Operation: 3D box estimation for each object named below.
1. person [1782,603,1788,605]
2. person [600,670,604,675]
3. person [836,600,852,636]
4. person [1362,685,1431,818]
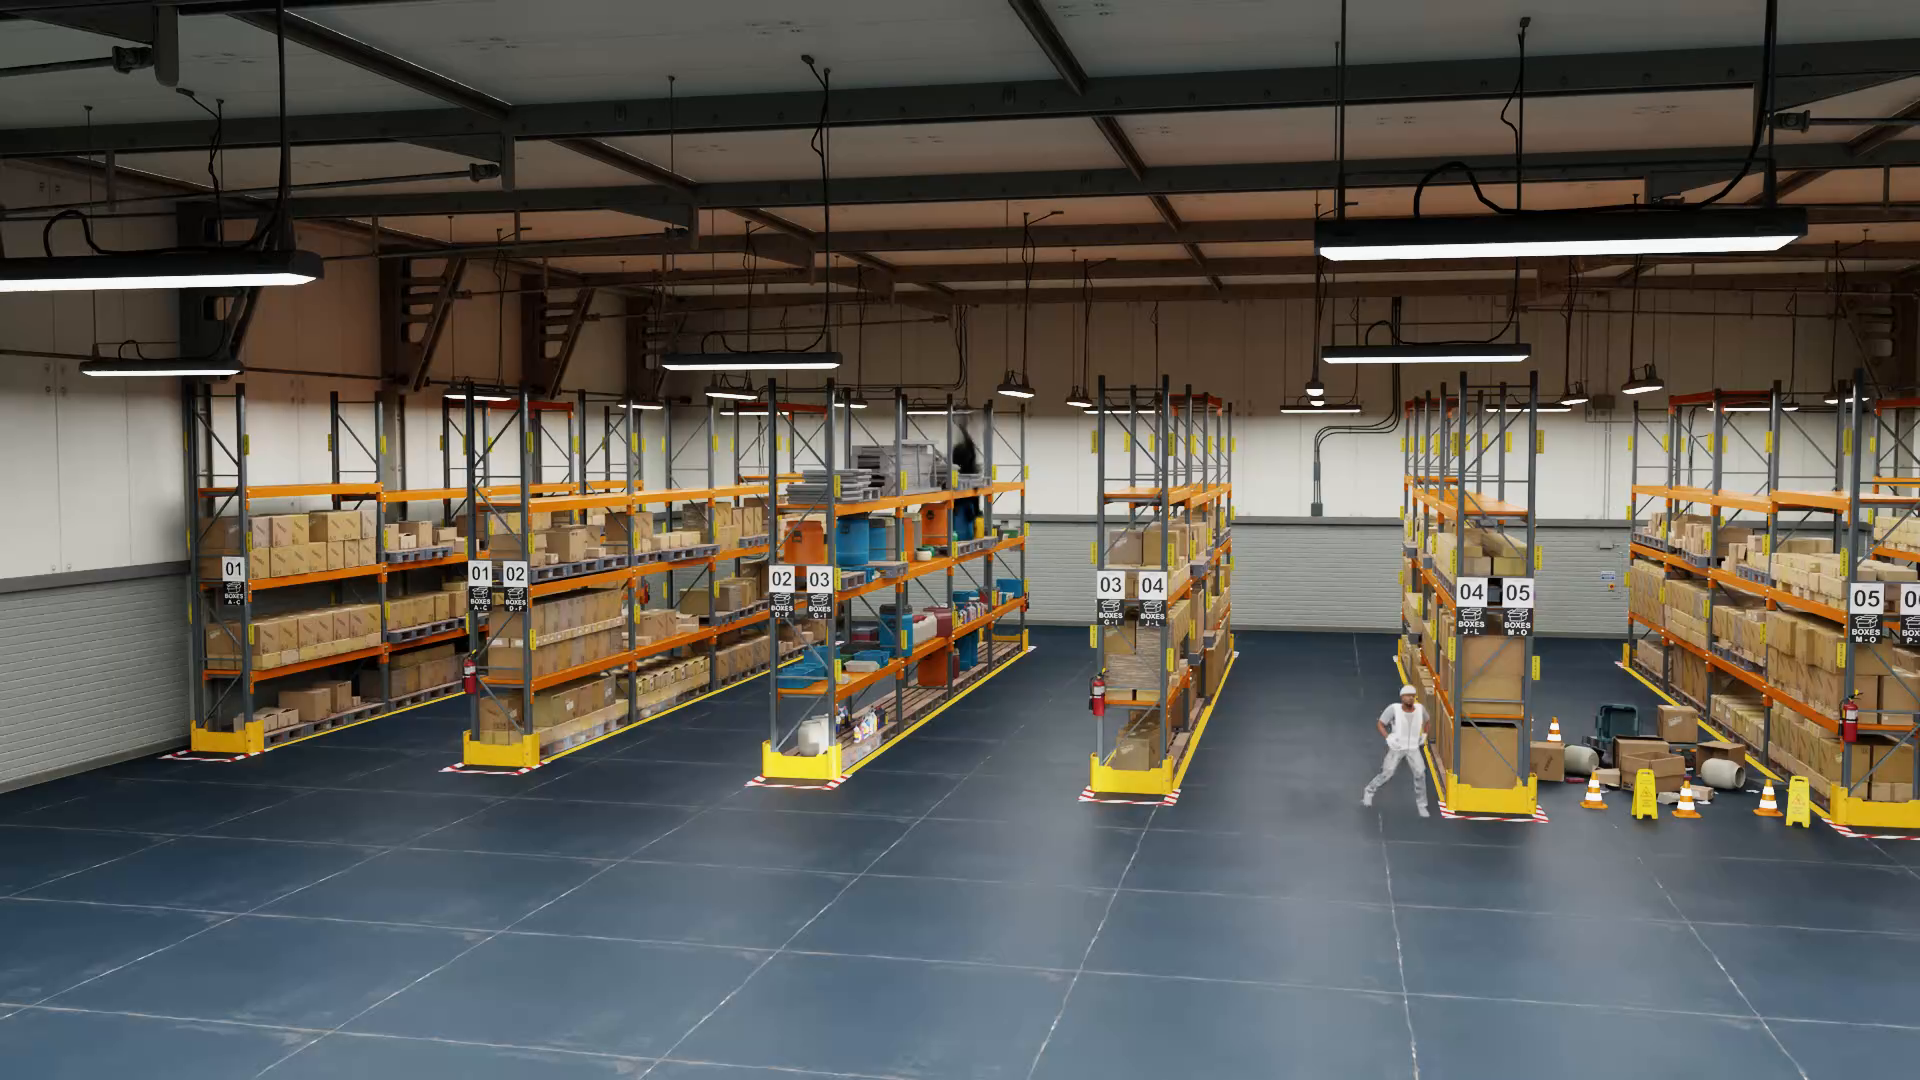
[{"bbox_3d":[16.799,2.192,33.839,0.671,1.829,0.901,0,3,8],"label":"person"},{"bbox_3d":[-7.624,2.123,35.278,0.714,1.733,0.780,0,3,5],"label":"person"},{"bbox_3d":[-3.133,1.646,43.283,0.702,1.744,0.760,-3,4,-39],"label":"person"},{"bbox_3d":[5.997,2.847,22.618,0.911,1.775,0.764,0,3,-8],"label":"person"}]
